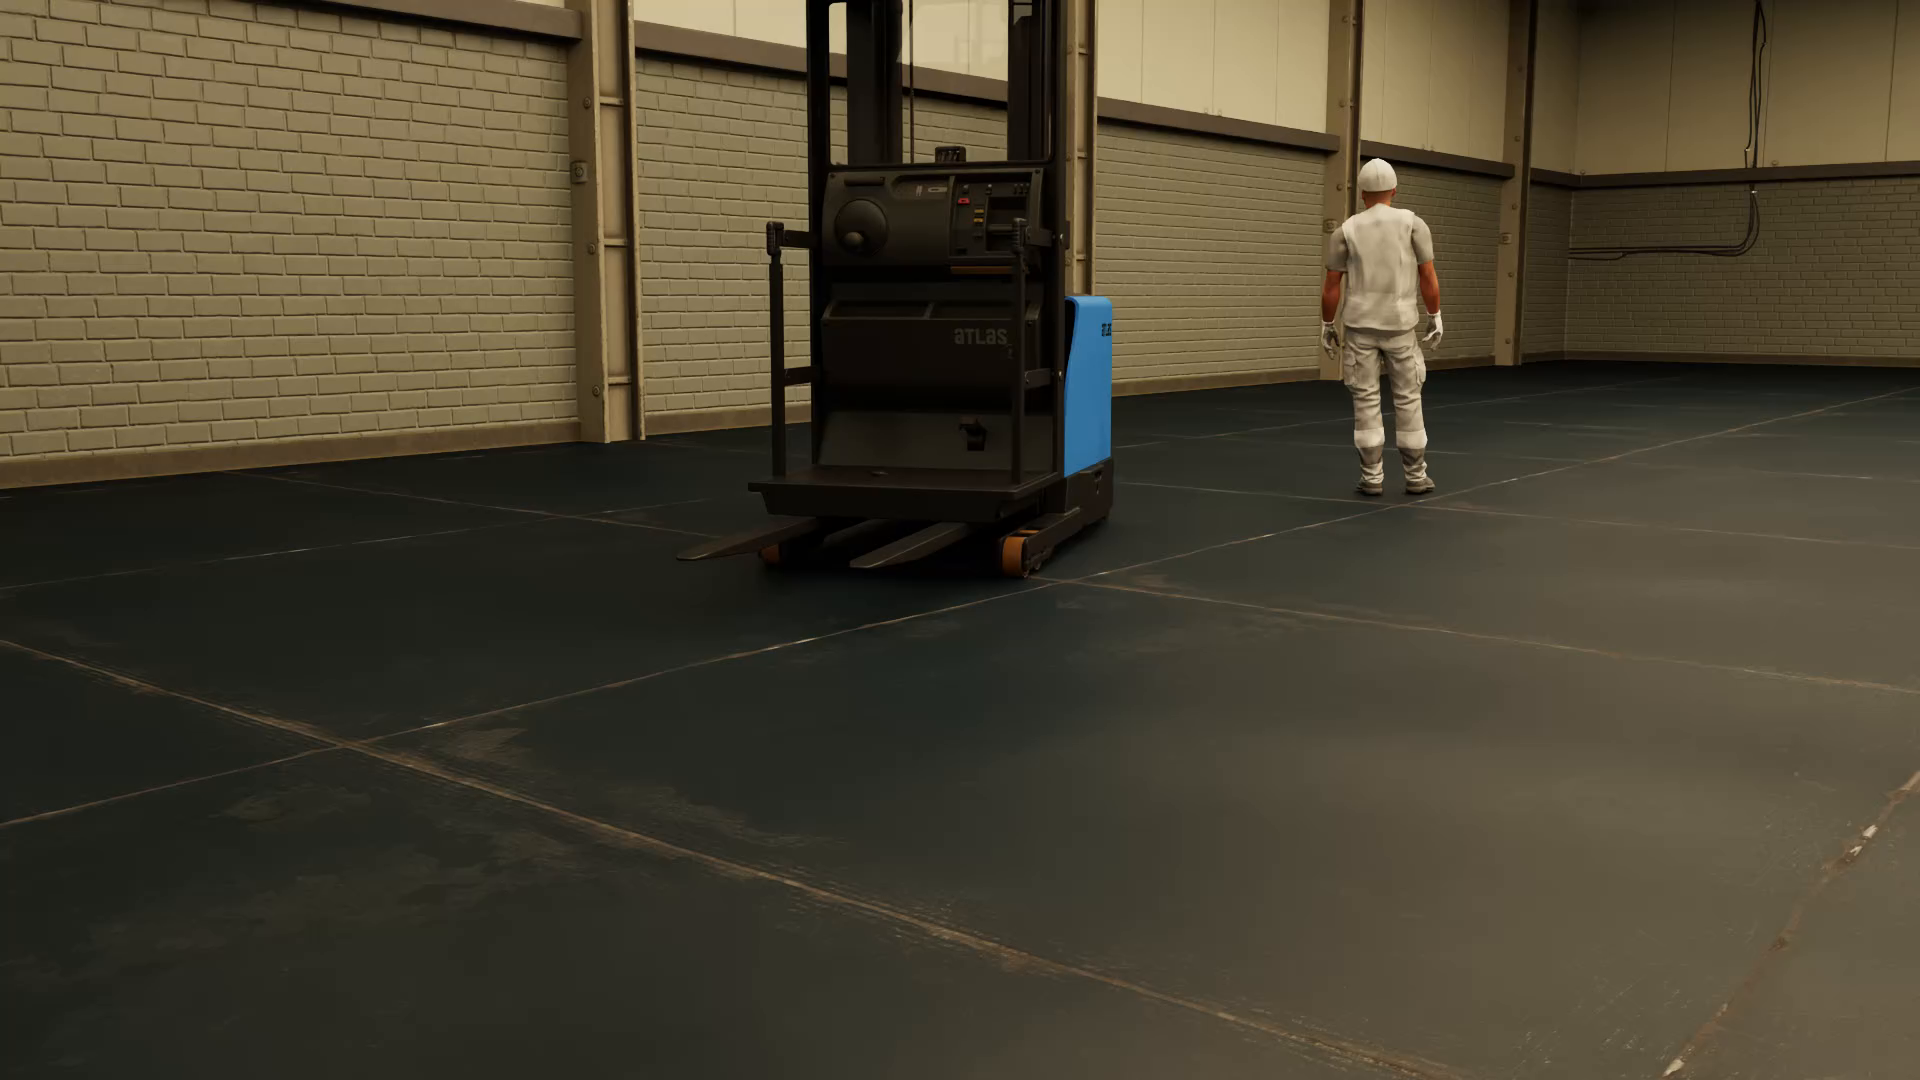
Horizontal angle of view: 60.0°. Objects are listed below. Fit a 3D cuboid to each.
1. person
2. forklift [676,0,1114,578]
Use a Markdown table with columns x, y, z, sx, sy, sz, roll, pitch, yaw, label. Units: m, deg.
| x | y | z | sx | sy | sz | roll | pitch | yaw | label |
| --- | --- | --- | --- | --- | --- | --- | --- | --- | --- |
| 2.292 | -1.150 | 9.031 | 0.637 | 1.788 | 0.564 | 2 | 9 | 16 | person |
| -0.176 | -1.366 | 6.616 | 1.130 | 2.935 | 3.031 | 3 | 9 | 17 | forklift |
